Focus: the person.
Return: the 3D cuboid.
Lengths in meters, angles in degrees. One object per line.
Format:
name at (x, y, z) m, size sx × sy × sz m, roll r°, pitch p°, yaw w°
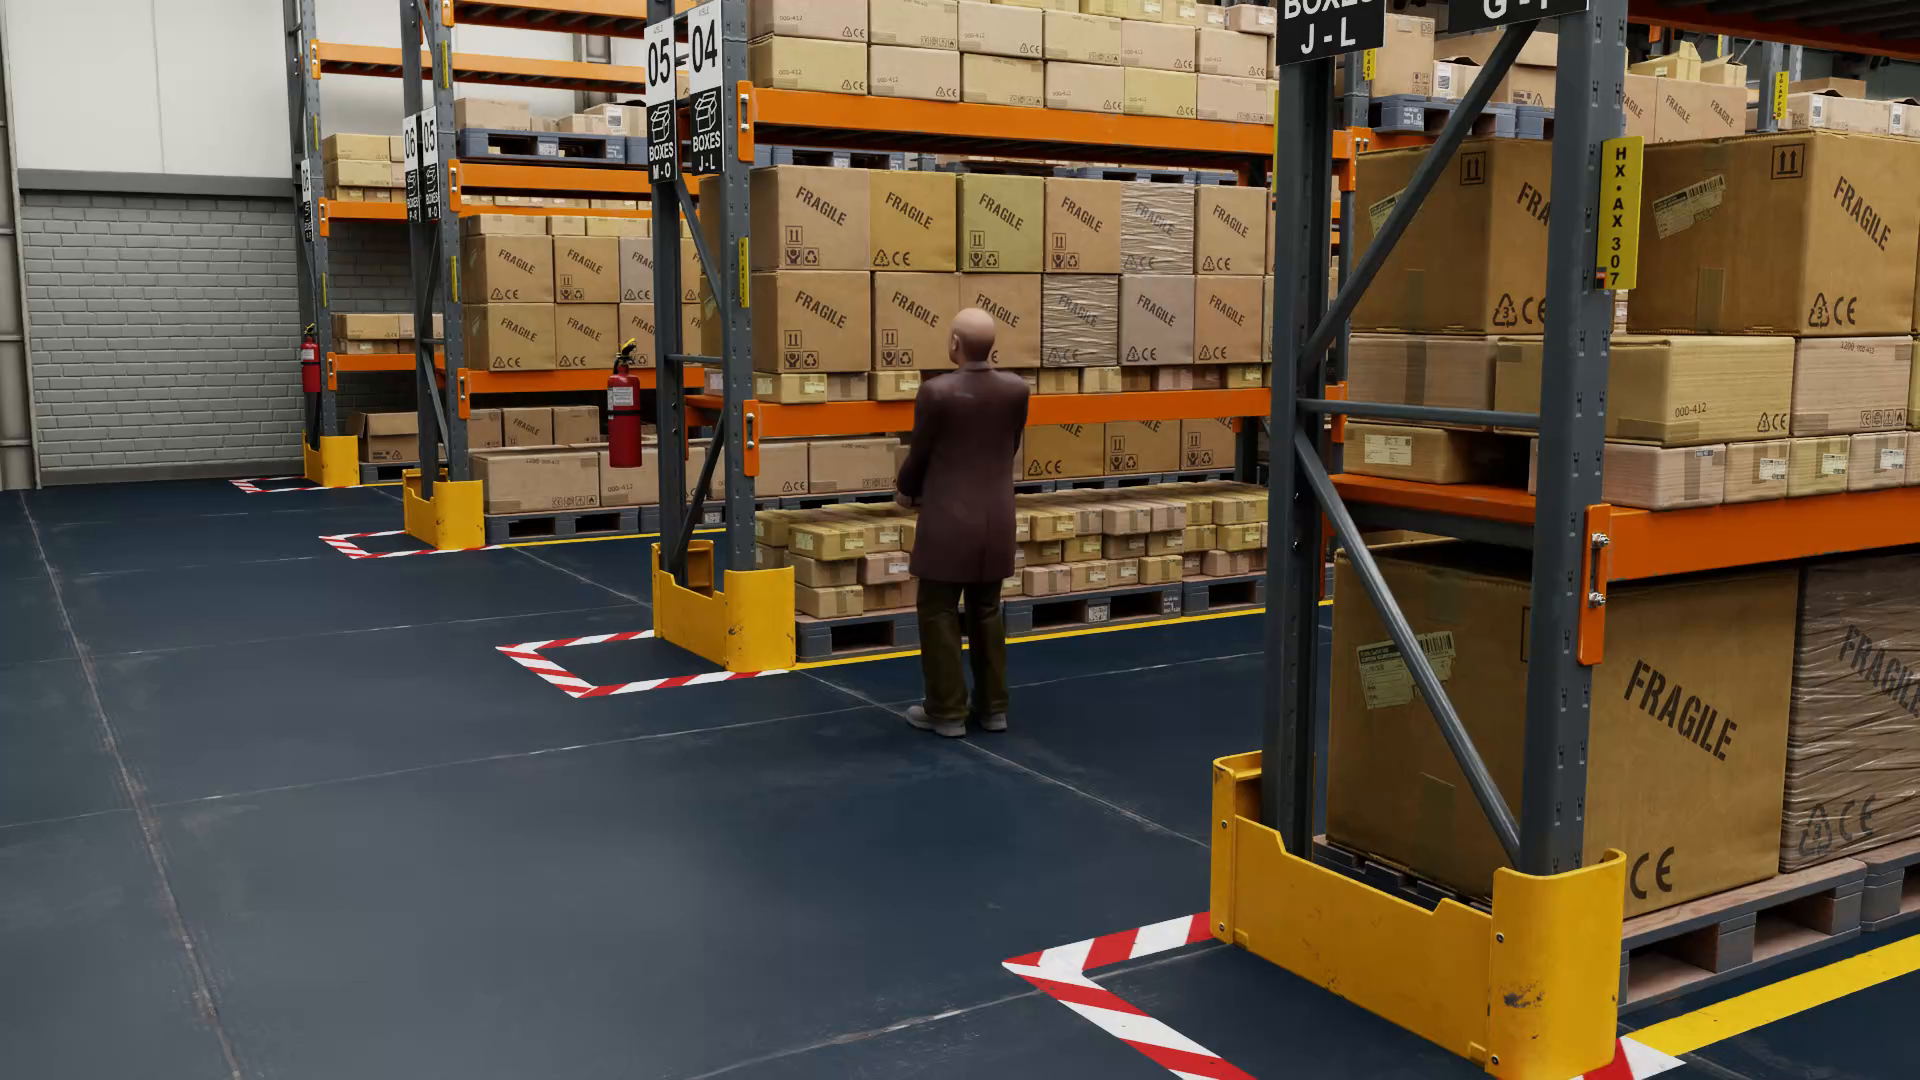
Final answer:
person at (-0.026, -0.081, 6.967) m, size 0.527 × 1.769 × 0.563 m, roll -5°, pitch 9°, yaw -31°
